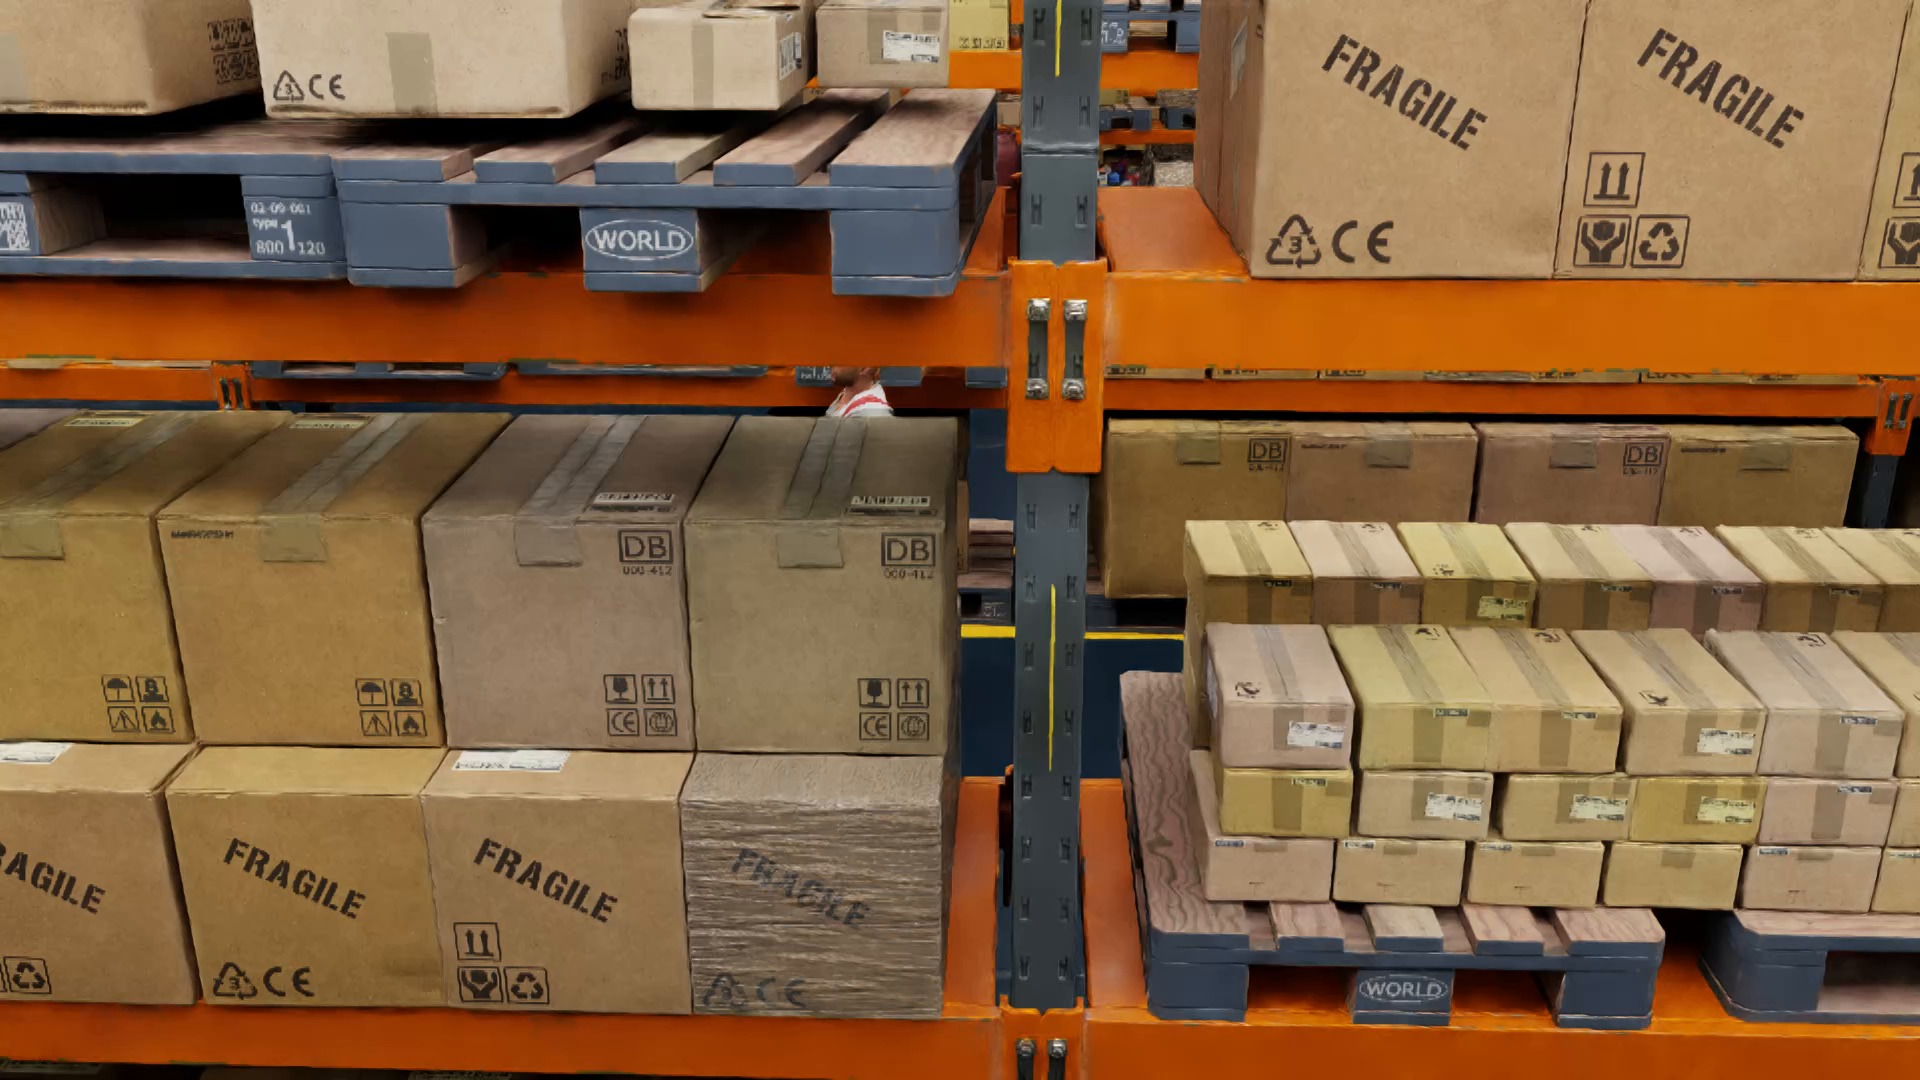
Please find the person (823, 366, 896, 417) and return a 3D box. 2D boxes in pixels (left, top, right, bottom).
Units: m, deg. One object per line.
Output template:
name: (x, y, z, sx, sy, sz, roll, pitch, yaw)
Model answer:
person: (-0.598, -0.061, 7.217, 0.710, 1.795, 0.709, -2, 21, -6)
